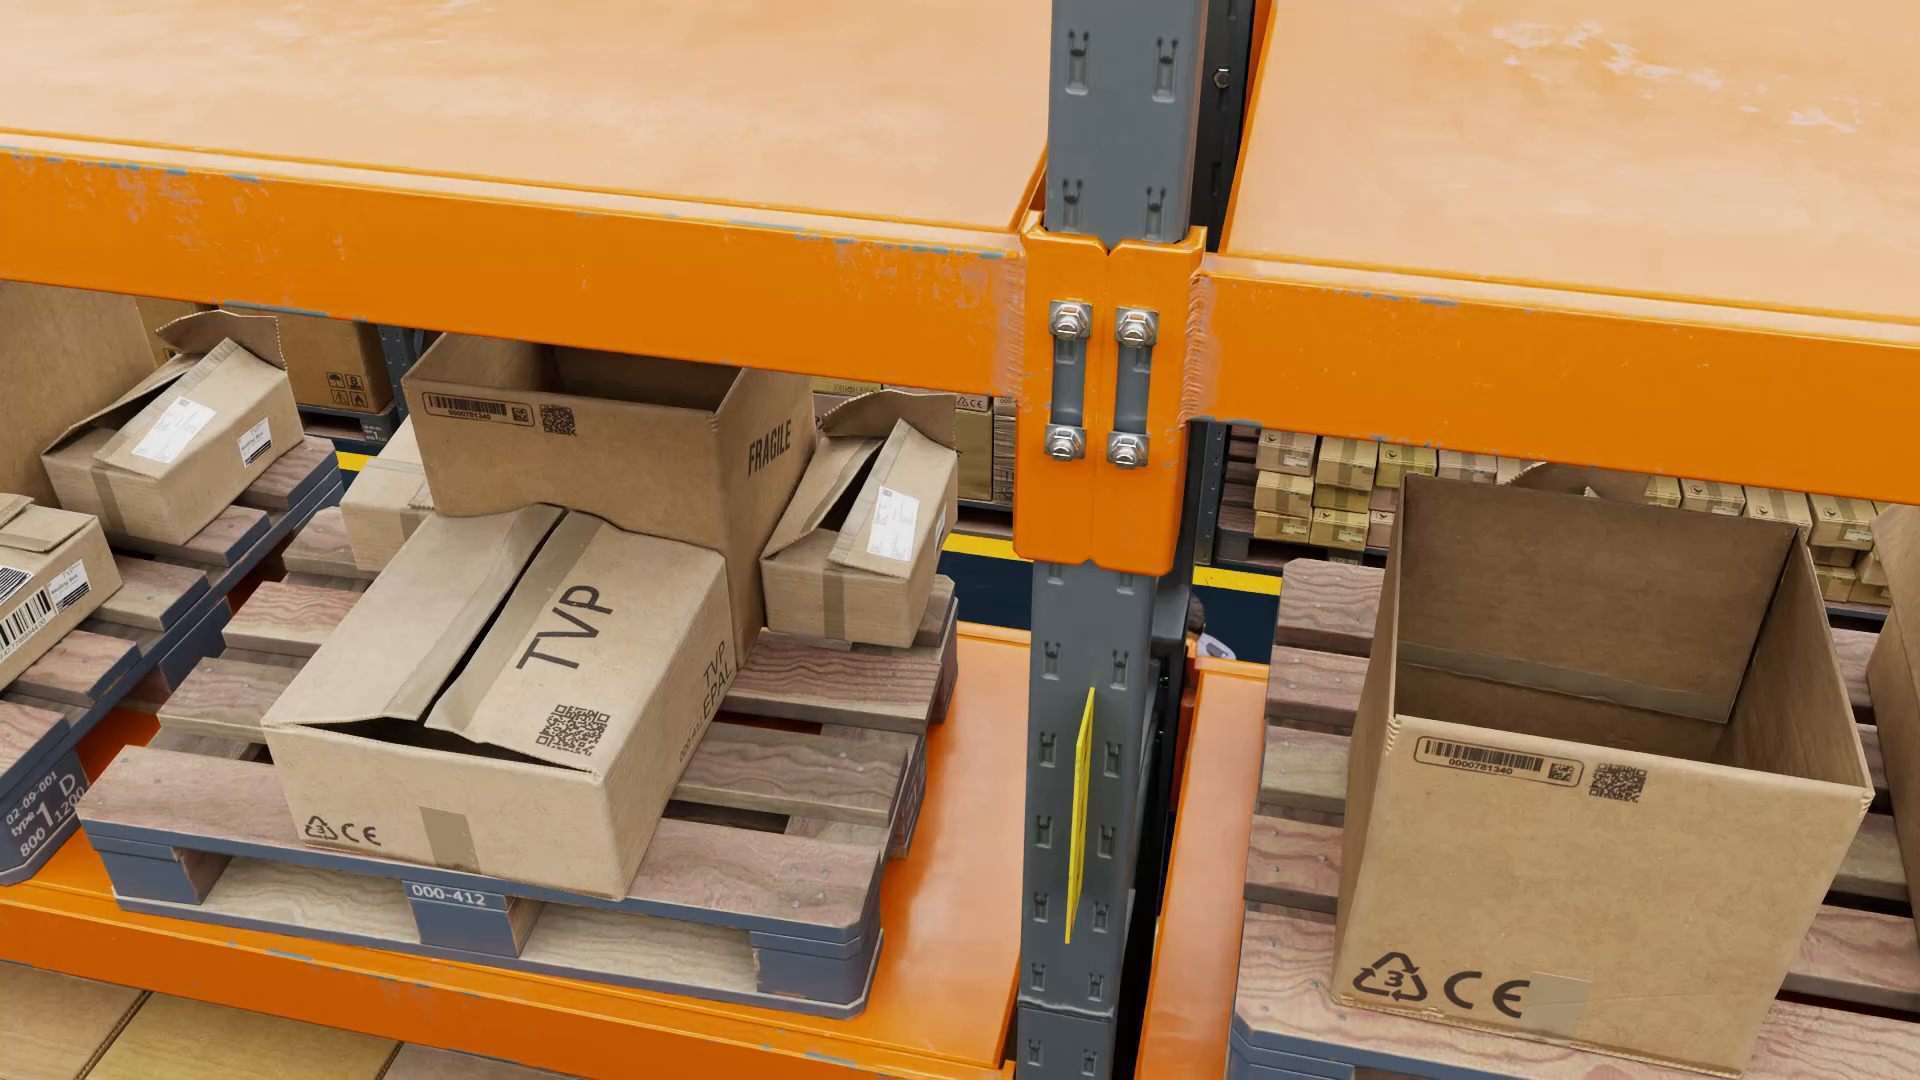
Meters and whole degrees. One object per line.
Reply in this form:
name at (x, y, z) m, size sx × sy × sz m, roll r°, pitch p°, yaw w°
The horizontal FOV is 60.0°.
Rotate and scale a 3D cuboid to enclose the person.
person at (0.642, 0.802, 5.585) m, size 0.551 × 1.650 × 0.425 m, roll 6°, pitch 37°, yaw 8°
